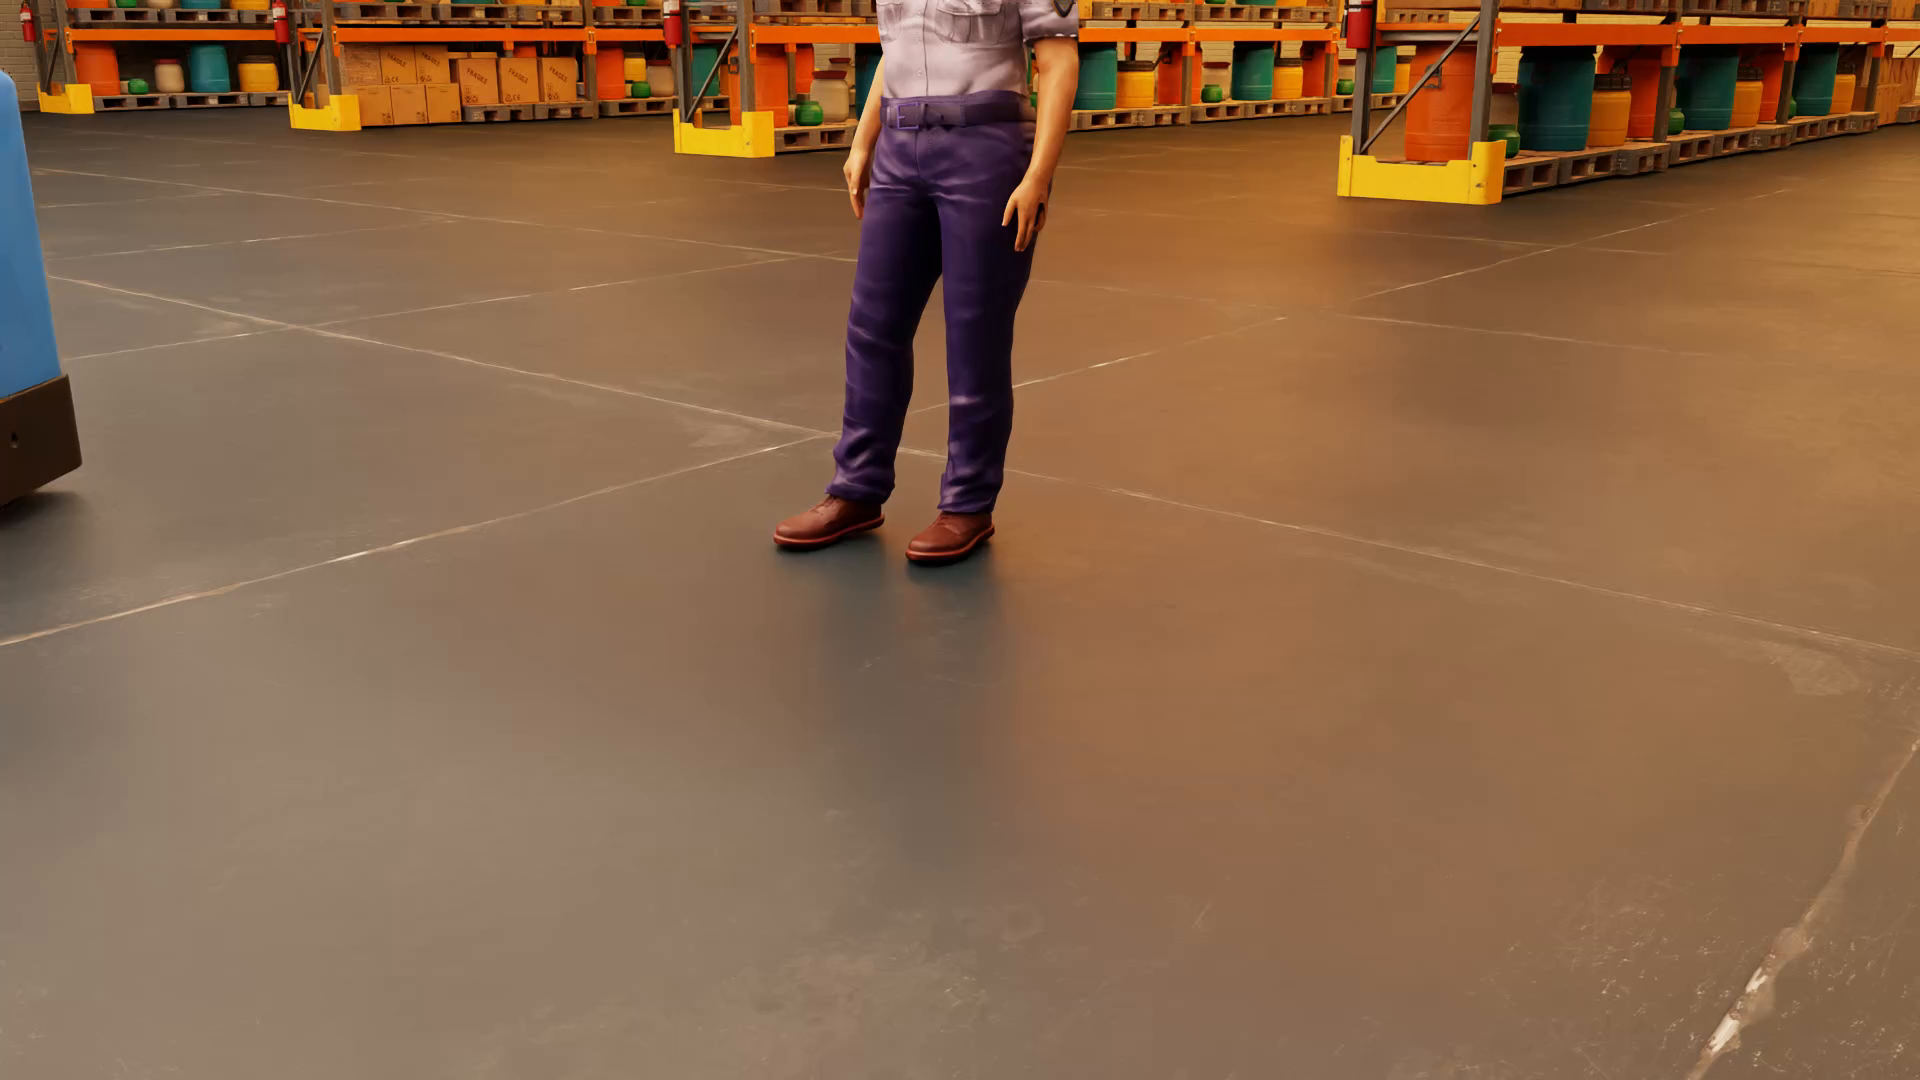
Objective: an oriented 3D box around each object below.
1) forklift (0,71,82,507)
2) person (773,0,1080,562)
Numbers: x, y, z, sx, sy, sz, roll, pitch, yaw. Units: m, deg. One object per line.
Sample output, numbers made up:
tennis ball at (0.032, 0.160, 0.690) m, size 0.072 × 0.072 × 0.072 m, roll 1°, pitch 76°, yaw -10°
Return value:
forklift at (-3.794, -1.392, 3.482) m, size 3.031 × 2.935 × 1.130 m, roll 0°, pitch 17°, yaw -1°
person at (-0.074, -0.780, 3.648) m, size 0.599 × 1.650 × 0.503 m, roll 13°, pitch 21°, yaw 37°
